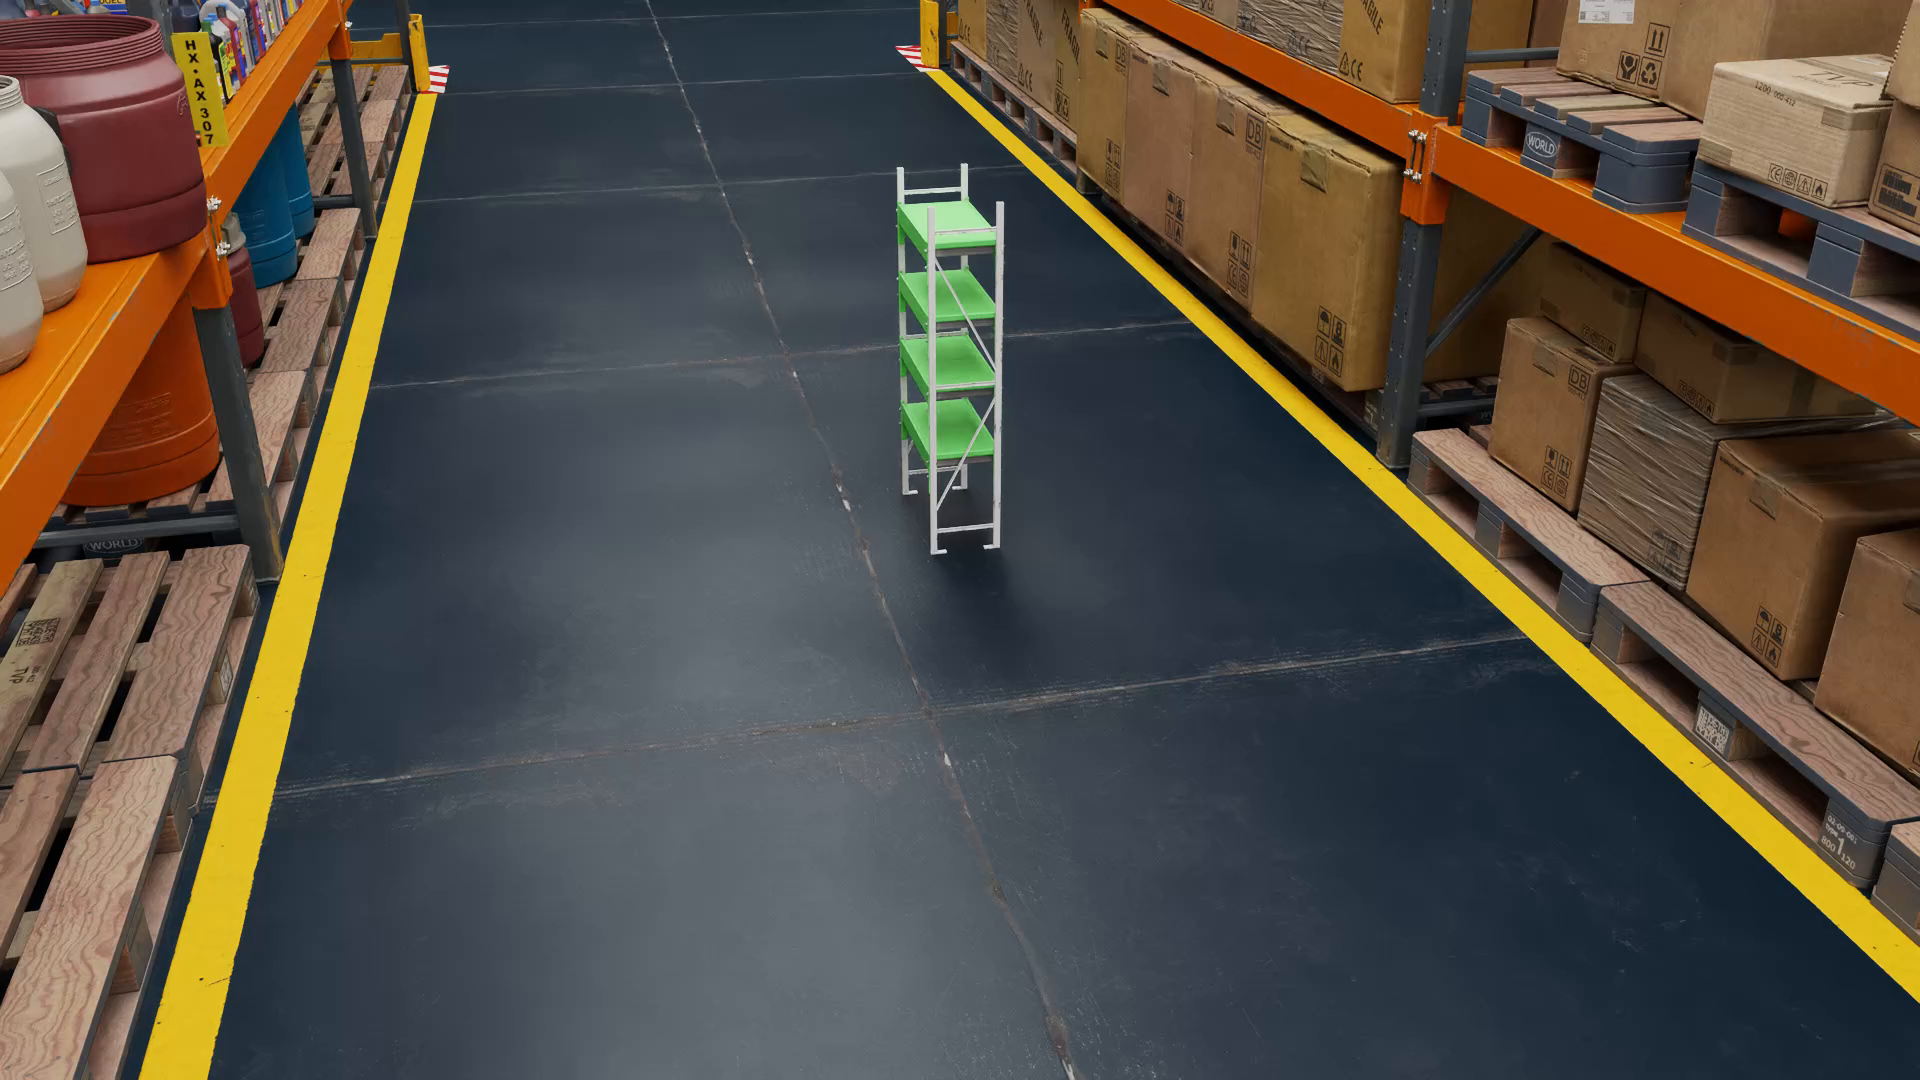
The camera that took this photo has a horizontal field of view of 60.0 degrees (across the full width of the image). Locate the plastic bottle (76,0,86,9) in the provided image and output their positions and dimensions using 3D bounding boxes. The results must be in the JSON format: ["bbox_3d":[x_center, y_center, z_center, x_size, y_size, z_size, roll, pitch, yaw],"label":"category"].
[{"bbox_3d":[-3.644,-2.122,6.763,0.152,0.276,0.135,-6,27,-12],"label":"plastic bottle"}]

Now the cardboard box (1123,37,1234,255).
[{"bbox_3d":[1.554,-1.998,8.272,1.225,0.875,0.875,-7,28,-13],"label":"cardboard box"}]

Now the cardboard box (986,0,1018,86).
[{"bbox_3d":[0.714,-3.753,11.749,0.875,0.875,0.875,-6,27,-12],"label":"cardboard box"}]

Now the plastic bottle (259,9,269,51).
[{"bbox_3d":[-2.902,-2.108,6.818,0.097,0.201,0.097,0,27,0],"label":"plastic bottle"}]

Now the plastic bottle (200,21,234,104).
[{"bbox_3d":[-2.661,-1.710,5.939,0.061,0.283,0.133,-6,27,-12],"label":"plastic bottle"}]

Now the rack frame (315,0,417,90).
[{"bbox_3d":[-4.539,-4.684,11.700,1.000,3.000,0.127,-6,27,-12],"label":"rack frame"}]

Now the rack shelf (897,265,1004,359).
[{"bbox_3d":[-0.037,-0.766,5.544,0.258,0.148,0.480,-6,27,-12],"label":"rack shelf"}]

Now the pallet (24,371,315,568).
[{"bbox_3d":[-2.954,-0.269,6.048,1.003,0.211,1.213,-6,27,-12],"label":"pallet"}]

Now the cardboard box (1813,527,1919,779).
[{"bbox_3d":[2.658,0.272,4.167,0.700,0.500,0.500,-8,28,-16],"label":"cardboard box"}]

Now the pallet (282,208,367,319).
[{"bbox_3d":[-3.504,-1.340,8.170,1.003,0.211,1.213,-6,27,-12],"label":"pallet"}]

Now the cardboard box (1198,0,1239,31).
[{"bbox_3d":[1.396,-2.581,7.424,0.500,0.500,0.500,-5,27,-11],"label":"cardboard box"}]

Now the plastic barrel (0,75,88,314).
[{"bbox_3d":[-2.296,-0.792,3.865,0.421,0.512,0.421,0,27,0],"label":"plastic barrel"}]

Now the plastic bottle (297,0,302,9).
[{"bbox_3d":[-3.137,-2.638,7.778,0.061,0.283,0.133,-6,27,-12],"label":"plastic bottle"}]

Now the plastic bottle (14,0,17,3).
[{"bbox_3d":[-3.572,-1.895,6.305,0.061,0.283,0.133,-6,27,-12],"label":"plastic bottle"}]

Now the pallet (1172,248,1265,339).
[{"bbox_3d":[1.714,-1.318,8.127,1.003,0.211,1.213,-6,27,-12],"label":"pallet"}]

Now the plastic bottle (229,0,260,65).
[{"bbox_3d":[-2.863,-2.052,6.541,0.144,0.351,0.185,-6,27,-12],"label":"plastic bottle"}]

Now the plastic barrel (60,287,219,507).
[{"bbox_3d":[-2.863,-0.603,5.559,0.600,0.830,0.708,-6,27,-12],"label":"plastic barrel"}]

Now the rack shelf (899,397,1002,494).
[{"bbox_3d":[-0.037,-0.337,5.761,0.258,0.148,0.480,-6,27,-12],"label":"rack shelf"}]

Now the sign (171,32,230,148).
[{"bbox_3d":[-2.202,-1.303,4.822,0.100,0.325,0.005,-6,27,-12],"label":"sign"}]

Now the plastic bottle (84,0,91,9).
[{"bbox_3d":[-3.696,-2.224,6.965,0.152,0.276,0.135,-6,27,-12],"label":"plastic bottle"}]

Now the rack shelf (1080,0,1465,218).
[{"bbox_3d":[1.639,-2.231,7.640,1.077,0.370,4.000,-6,27,-12],"label":"rack shelf"}]

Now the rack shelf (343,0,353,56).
[{"bbox_3d":[-4.088,-3.484,10.123,1.077,0.370,4.000,-6,27,-12],"label":"rack shelf"}]

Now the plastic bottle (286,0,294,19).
[{"bbox_3d":[-3.112,-2.535,7.499,0.144,0.351,0.185,-6,27,-12],"label":"plastic bottle"}]

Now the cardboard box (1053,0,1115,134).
[{"bbox_3d":[1.117,-2.967,10.192,0.875,0.875,0.875,-6,27,-12],"label":"cardboard box"}]

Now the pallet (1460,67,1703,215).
[{"bbox_3d":[2.354,-1.287,5.184,1.213,0.211,1.003,-6,27,-12],"label":"pallet"}]

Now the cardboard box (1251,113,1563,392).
[{"bbox_3d":[1.954,-1.219,6.727,1.225,0.875,0.875,-7,28,-14],"label":"cardboard box"}]

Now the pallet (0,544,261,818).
[{"bbox_3d":[-2.599,0.417,4.689,1.003,0.211,1.213,-6,27,-12],"label":"pallet"}]

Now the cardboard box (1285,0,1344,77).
[{"bbox_3d":[1.630,-2.130,6.530,0.500,0.500,0.500,-6,27,-12],"label":"cardboard box"}]

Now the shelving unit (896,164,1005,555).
[{"bbox_3d":[-0.037,-0.608,5.624,0.258,1.200,0.503,-6,27,-12],"label":"shelving unit"}]

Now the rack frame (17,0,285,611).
[{"bbox_3d":[-2.736,-1.172,4.742,1.000,3.000,0.127,-6,27,-12],"label":"rack frame"}]

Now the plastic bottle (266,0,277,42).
[{"bbox_3d":[-2.955,-2.210,7.020,0.097,0.201,0.097,0,27,0],"label":"plastic bottle"}]

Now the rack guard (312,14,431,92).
[{"bbox_3d":[-4.557,-3.577,12.282,1.175,0.500,0.348,-6,27,-12],"label":"rack guard"}]

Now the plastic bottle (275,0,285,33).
[{"bbox_3d":[-3.038,-2.350,7.215,0.152,0.276,0.135,-6,27,-12],"label":"plastic bottle"}]

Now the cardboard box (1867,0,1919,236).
[{"bbox_3d":[2.510,-0.904,3.631,0.797,0.503,0.637,-3,27,-6],"label":"cardboard box"}]

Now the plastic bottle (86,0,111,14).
[{"bbox_3d":[-3.526,-2.110,6.821,0.097,0.201,0.097,0,27,0],"label":"plastic bottle"}]

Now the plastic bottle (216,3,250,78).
[{"bbox_3d":[-2.778,-1.898,6.324,0.097,0.271,0.097,0,27,0],"label":"plastic bottle"}]

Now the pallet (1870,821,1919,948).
[{"bbox_3d":[2.814,0.985,3.565,1.003,0.211,1.213,-6,27,-12],"label":"pallet"}]

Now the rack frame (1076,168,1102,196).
[{"bbox_3d":[1.188,-3.431,9.218,1.000,3.000,0.127,-6,27,-12],"label":"rack frame"}]

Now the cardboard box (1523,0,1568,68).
[{"bbox_3d":[2.245,-1.960,6.194,0.500,0.500,0.500,-5,27,-10],"label":"cardboard box"}]

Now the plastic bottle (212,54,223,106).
[{"bbox_3d":[-2.609,-1.609,5.738,0.061,0.283,0.133,-6,27,-12],"label":"plastic bottle"}]

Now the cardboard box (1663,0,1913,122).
[{"bbox_3d":[2.473,-1.439,4.695,0.700,0.500,0.500,-2,27,-4],"label":"cardboard box"}]

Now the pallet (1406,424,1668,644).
[{"bbox_3d":[2.264,-0.087,5.687,1.003,0.211,1.213,-6,27,-12],"label":"pallet"}]

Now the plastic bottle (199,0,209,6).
[{"bbox_3d":[-3.073,-2.166,6.856,0.097,0.271,0.097,0,27,0],"label":"plastic bottle"}]

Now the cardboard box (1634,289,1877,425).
[{"bbox_3d":[2.399,-0.567,4.998,0.500,0.250,0.500,-3,27,-6],"label":"cardboard box"}]

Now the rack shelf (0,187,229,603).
[{"bbox_3d":[-2.285,0.028,3.165,1.077,0.370,4.000,-6,27,-12],"label":"rack shelf"}]

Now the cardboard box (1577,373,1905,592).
[{"bbox_3d":[2.397,-0.221,5.144,0.700,0.500,0.500,-8,28,-16],"label":"cardboard box"}]

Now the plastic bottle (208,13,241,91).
[{"bbox_3d":[-2.726,-1.796,6.123,0.097,0.271,0.097,0,27,0],"label":"plastic bottle"}]

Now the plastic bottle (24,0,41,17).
[{"bbox_3d":[-3.513,-1.901,6.318,0.061,0.283,0.133,-6,27,-12],"label":"plastic bottle"}]

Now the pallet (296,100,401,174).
[{"bbox_3d":[-4.120,-2.538,10.545,1.003,0.211,1.213,-6,27,-12],"label":"pallet"}]

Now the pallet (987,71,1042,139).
[{"bbox_3d":[0.814,-3.064,11.586,1.003,0.211,1.213,-6,27,-12],"label":"pallet"}]

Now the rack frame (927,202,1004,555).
[{"bbox_3d":[0.018,-0.501,5.411,0.240,1.200,0.015,-6,27,-12],"label":"rack frame"}]

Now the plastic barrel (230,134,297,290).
[{"bbox_3d":[-3.372,-1.627,7.507,0.600,0.901,0.708,-6,27,-12],"label":"plastic barrel"}]
